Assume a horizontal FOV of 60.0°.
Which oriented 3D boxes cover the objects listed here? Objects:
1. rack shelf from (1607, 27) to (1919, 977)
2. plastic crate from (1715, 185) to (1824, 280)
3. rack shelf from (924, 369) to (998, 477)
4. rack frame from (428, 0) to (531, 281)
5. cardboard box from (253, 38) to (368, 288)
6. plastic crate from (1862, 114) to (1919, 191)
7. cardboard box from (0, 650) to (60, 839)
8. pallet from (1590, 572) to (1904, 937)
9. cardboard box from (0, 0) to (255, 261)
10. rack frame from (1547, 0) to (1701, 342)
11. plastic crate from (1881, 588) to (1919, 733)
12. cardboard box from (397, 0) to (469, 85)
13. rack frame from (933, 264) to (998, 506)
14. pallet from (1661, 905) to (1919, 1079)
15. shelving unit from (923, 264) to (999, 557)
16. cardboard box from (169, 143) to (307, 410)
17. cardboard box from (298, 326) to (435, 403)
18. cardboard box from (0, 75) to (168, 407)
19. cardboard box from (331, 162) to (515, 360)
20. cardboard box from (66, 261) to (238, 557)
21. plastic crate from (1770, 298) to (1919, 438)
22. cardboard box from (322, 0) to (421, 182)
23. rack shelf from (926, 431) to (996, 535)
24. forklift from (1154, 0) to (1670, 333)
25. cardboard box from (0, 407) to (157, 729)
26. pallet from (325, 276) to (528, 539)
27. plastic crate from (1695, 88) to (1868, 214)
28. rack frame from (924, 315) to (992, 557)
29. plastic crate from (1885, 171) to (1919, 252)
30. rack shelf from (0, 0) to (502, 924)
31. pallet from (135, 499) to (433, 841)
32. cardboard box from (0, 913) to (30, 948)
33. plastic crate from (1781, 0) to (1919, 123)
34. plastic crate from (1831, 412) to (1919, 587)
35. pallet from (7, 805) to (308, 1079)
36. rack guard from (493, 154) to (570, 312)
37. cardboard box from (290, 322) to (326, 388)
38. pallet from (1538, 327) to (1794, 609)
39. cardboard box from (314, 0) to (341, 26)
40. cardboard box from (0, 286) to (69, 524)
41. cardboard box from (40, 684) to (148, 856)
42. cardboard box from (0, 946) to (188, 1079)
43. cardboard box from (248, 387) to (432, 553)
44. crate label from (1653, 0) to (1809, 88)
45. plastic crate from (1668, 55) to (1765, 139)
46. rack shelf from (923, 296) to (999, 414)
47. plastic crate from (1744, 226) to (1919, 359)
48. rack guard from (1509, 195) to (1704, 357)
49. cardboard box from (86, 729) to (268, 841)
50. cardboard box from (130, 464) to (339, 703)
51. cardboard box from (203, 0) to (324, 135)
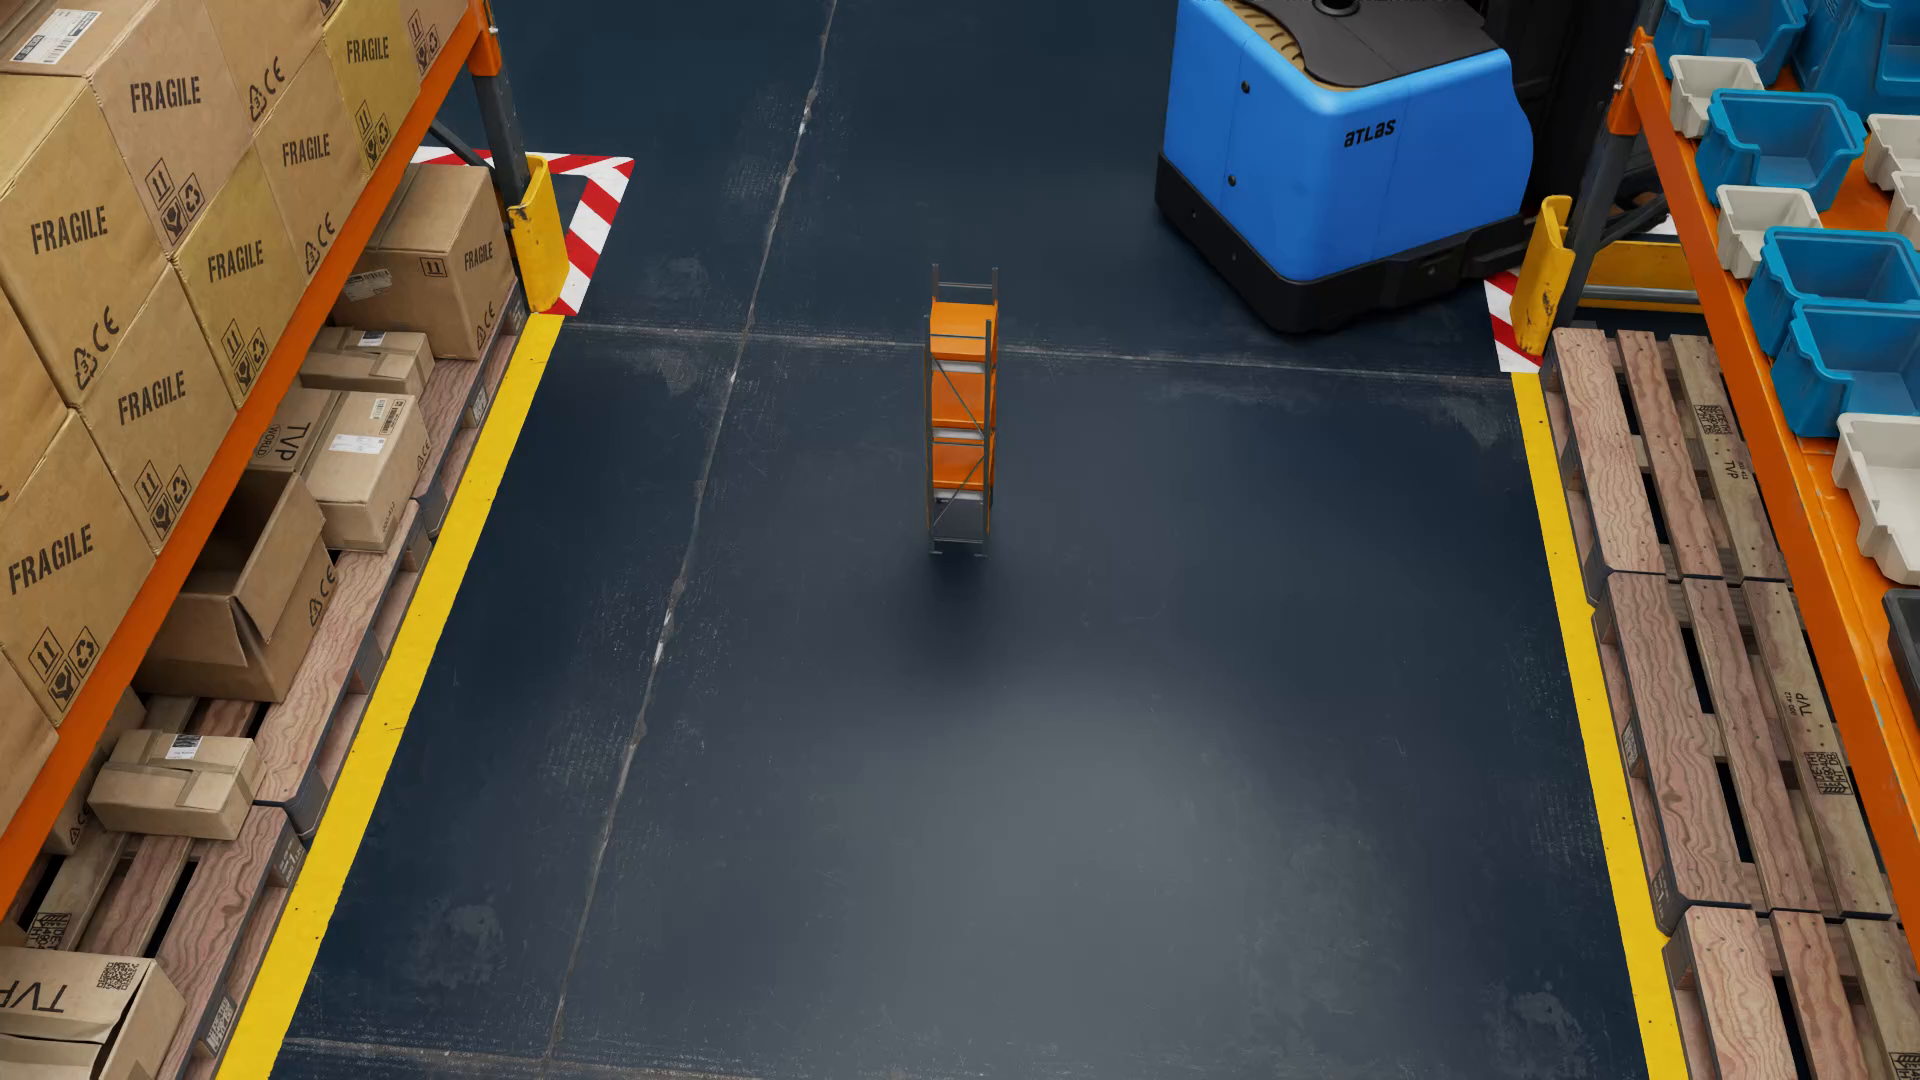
[{"bbox_3d":[2.579,-0.081,4.279,1.077,0.370,4.000,4,48,4],"label":"rack shelf"},{"bbox_3d":[2.237,-0.837,4.621,0.250,0.136,0.298,4,48,4],"label":"plastic crate"},{"bbox_3d":[0.005,-0.386,5.406,0.215,0.259,0.240,4,48,4],"label":"rack shelf"},{"bbox_3d":[-2.172,-2.129,5.665,1.000,3.000,0.127,4,48,4],"label":"rack frame"},{"bbox_3d":[-2.036,-1.068,4.626,0.500,0.500,0.500,4,48,4],"label":"cardboard box"},{"bbox_3d":[2.867,-1.113,4.874,0.396,0.136,0.243,4,48,4],"label":"plastic crate"},{"bbox_3d":[-2.218,0.420,3.265,0.500,0.500,0.500,5,48,5],"label":"cardboard box"},{"bbox_3d":[2.533,0.645,5.017,1.003,0.211,1.213,4,48,4],"label":"pallet"},{"bbox_3d":[-2.073,-1.025,3.909,0.500,0.500,0.500,5,48,5],"label":"cardboard box"},{"bbox_3d":[2.761,-1.794,5.358,1.000,3.000,0.127,4,48,4],"label":"rack frame"},{"bbox_3d":[2.231,0.378,3.517,0.437,0.125,0.590,4,48,4],"label":"plastic crate"},{"bbox_3d":[-1.941,-1.816,5.310,0.500,0.500,0.500,5,48,5],"label":"cardboard box"},{"bbox_3d":[0.016,-0.483,5.481,0.200,1.050,0.008,4,48,4],"label":"rack frame"},{"bbox_3d":[2.425,1.544,4.195,1.003,0.211,1.213,4,48,4],"label":"pallet"},{"bbox_3d":[0.005,-0.394,5.399,0.215,1.050,0.252,4,48,4],"label":"shelving unit"},{"bbox_3d":[-2.082,-0.698,4.288,0.500,0.500,0.500,3,48,3],"label":"cardboard box"},{"bbox_3d":[-2.102,-0.614,5.901,0.380,0.166,0.250,4,48,4],"label":"cardboard box"},{"bbox_3d":[-2.119,-0.645,3.562,0.500,0.500,0.500,3,48,2],"label":"cardboard box"},{"bbox_3d":[-1.976,-1.018,6.044,0.500,0.500,0.500,4,48,4],"label":"cardboard box"},{"bbox_3d":[-2.127,-0.324,3.946,0.500,0.500,0.500,4,48,3],"label":"cardboard box"},{"bbox_3d":[2.263,-0.410,4.165,0.416,0.233,0.300,4,48,4],"label":"plastic crate"},{"bbox_3d":[-1.985,-1.434,4.961,0.500,0.500,0.500,4,48,4],"label":"cardboard box"},{"bbox_3d":[0.005,-0.199,5.611,0.215,0.259,0.240,4,48,4],"label":"rack shelf"},{"bbox_3d":[2.370,-2.537,6.084,3.031,2.935,1.130,-19,50,-17],"label":"forklift"},{"bbox_3d":[-2.175,0.043,3.610,0.500,0.500,0.500,5,48,4],"label":"cardboard box"},{"bbox_3d":[-2.250,-0.546,6.107,1.003,0.211,1.213,4,48,4],"label":"pallet"},{"bbox_3d":[2.351,-1.114,4.809,0.416,0.233,0.300,4,48,4],"label":"plastic crate"},{"bbox_3d":[-0.006,-0.304,5.317,0.200,1.050,0.008,4,48,4],"label":"rack frame"},{"bbox_3d":[2.826,-0.901,4.680,0.396,0.136,0.243,4,48,4],"label":"plastic crate"},{"bbox_3d":[-2.354,-0.417,4.586,1.077,0.370,4.000,4,48,4],"label":"rack shelf"},{"bbox_3d":[-2.364,0.348,5.289,1.003,0.211,1.213,4,48,4],"label":"pallet"},{"bbox_3d":[-2.767,1.067,4.137,0.500,0.500,0.500,4,48,4],"label":"cardboard box"},{"bbox_3d":[2.916,-1.567,5.086,0.616,0.435,0.499,4,48,4],"label":"plastic crate"},{"bbox_3d":[2.256,-0.085,3.933,0.293,0.136,0.466,4,48,4],"label":"plastic crate"},{"bbox_3d":[-2.472,1.246,4.467,1.003,0.211,1.213,4,48,4],"label":"pallet"},{"bbox_3d":[-2.178,-1.230,6.536,1.175,0.500,0.348,4,48,4],"label":"rack guard"},{"bbox_3d":[-2.549,-0.602,5.833,0.500,0.250,0.500,4,48,4],"label":"cardboard box"},{"bbox_3d":[2.647,-0.249,5.835,1.003,0.211,1.213,4,48,4],"label":"pallet"},{"bbox_3d":[-1.983,-1.784,4.603,0.500,0.500,0.500,5,48,5],"label":"cardboard box"},{"bbox_3d":[-2.166,-0.268,3.217,0.500,0.500,0.500,3,48,2],"label":"cardboard box"},{"bbox_3d":[-2.698,0.580,4.711,0.500,0.311,0.500,4,48,4],"label":"cardboard box"},{"bbox_3d":[-2.282,1.275,4.075,0.500,0.311,0.500,4,48,4],"label":"cardboard box"},{"bbox_3d":[-2.092,-0.238,5.500,0.500,0.250,0.500,4,48,4],"label":"cardboard box"},{"bbox_3d":[2.411,-1.598,5.252,0.416,0.233,0.303,4,48,4],"label":"crate label"},{"bbox_3d":[2.299,-1.335,5.077,0.250,0.136,0.298,4,48,4],"label":"plastic crate"},{"bbox_3d":[0.005,-0.578,5.197,0.215,0.259,0.240,4,48,4],"label":"rack shelf"},{"bbox_3d":[2.291,-0.630,4.367,0.416,0.233,0.300,4,48,4],"label":"plastic crate"},{"bbox_3d":[2.750,-0.968,6.297,1.175,0.500,0.348,4,48,4],"label":"rack guard"},{"bbox_3d":[-2.213,0.687,4.710,0.380,0.166,0.250,4,48,4],"label":"cardboard box"},{"bbox_3d":[-2.370,0.123,4.998,0.797,0.503,0.637,4,48,4],"label":"cardboard box"},{"bbox_3d":[-2.026,-1.402,4.255,0.500,0.500,0.500,5,48,5],"label":"cardboard box"}]
